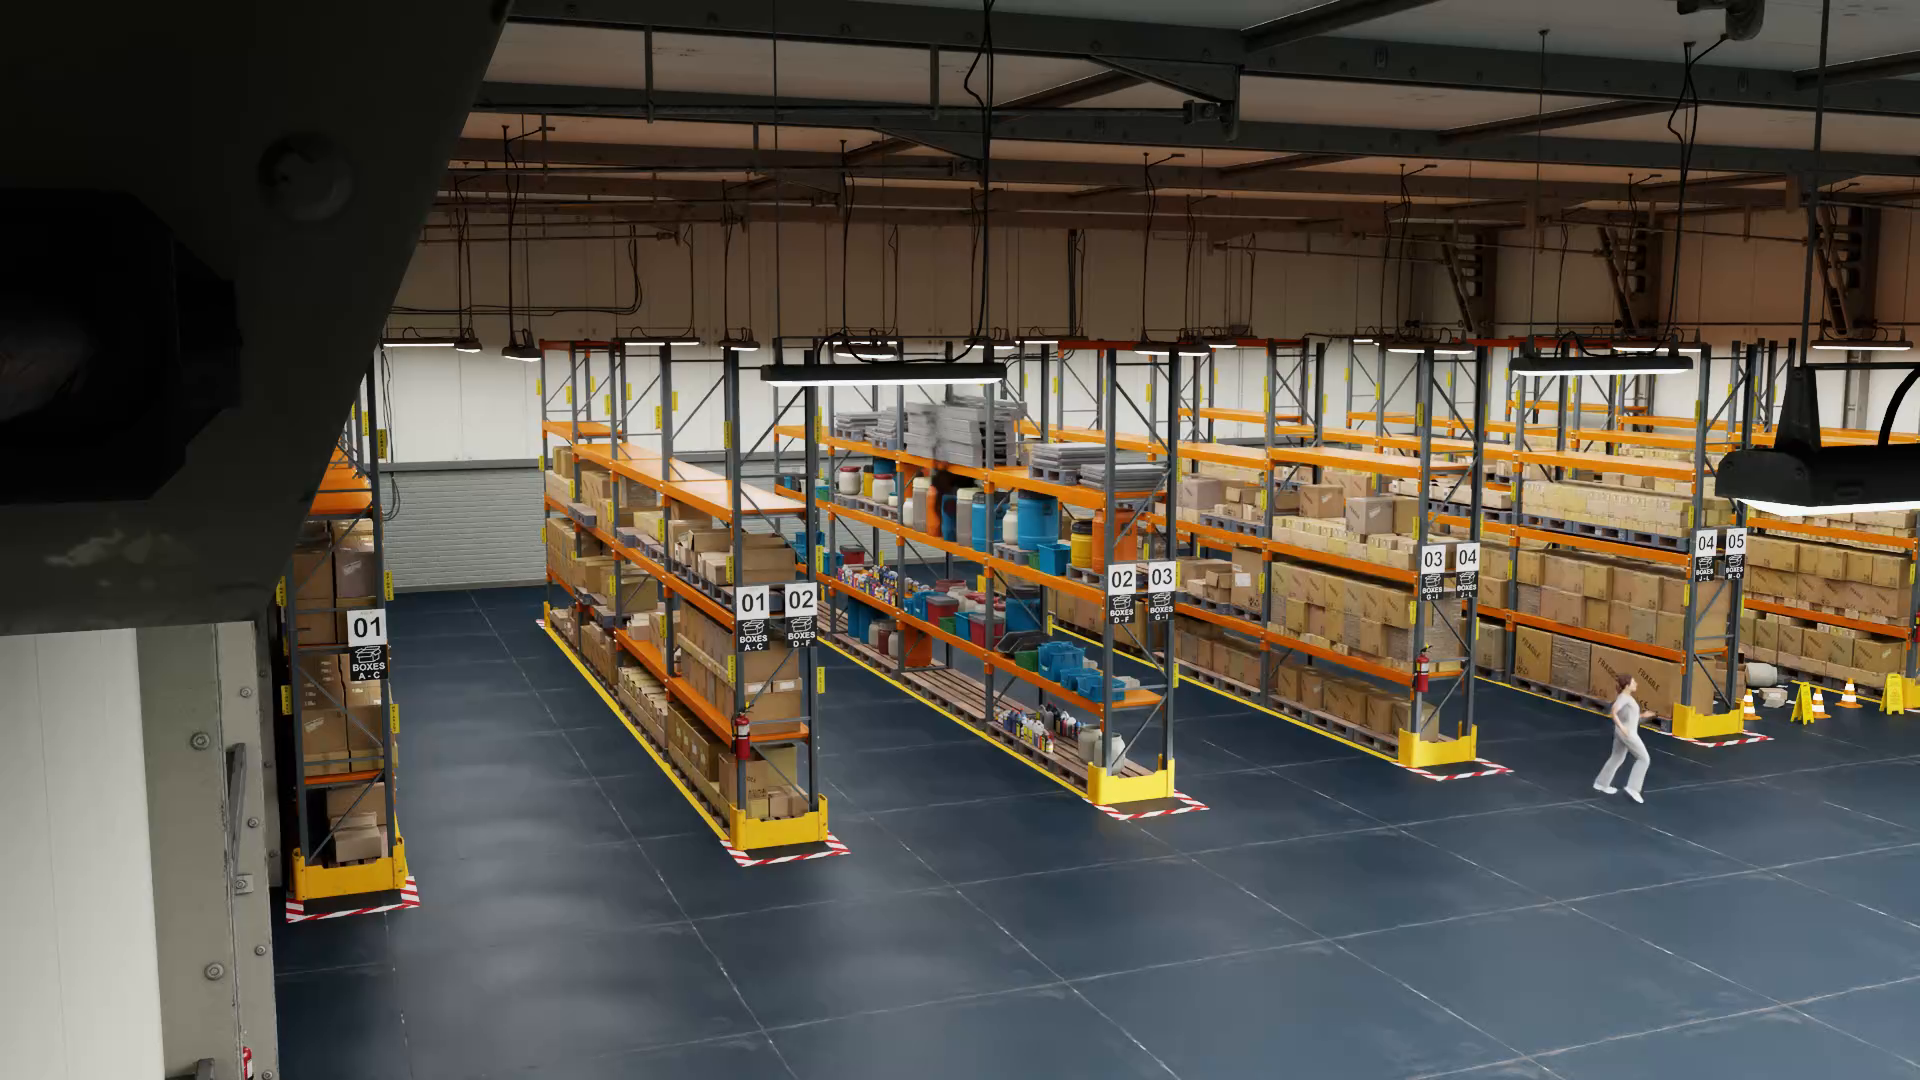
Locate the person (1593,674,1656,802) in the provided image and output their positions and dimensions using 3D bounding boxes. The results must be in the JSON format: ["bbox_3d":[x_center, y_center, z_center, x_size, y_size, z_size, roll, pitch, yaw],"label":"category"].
[{"bbox_3d":[8.861,2.633,22.151,0.738,1.721,0.534,1,8,11],"label":"person"}]
